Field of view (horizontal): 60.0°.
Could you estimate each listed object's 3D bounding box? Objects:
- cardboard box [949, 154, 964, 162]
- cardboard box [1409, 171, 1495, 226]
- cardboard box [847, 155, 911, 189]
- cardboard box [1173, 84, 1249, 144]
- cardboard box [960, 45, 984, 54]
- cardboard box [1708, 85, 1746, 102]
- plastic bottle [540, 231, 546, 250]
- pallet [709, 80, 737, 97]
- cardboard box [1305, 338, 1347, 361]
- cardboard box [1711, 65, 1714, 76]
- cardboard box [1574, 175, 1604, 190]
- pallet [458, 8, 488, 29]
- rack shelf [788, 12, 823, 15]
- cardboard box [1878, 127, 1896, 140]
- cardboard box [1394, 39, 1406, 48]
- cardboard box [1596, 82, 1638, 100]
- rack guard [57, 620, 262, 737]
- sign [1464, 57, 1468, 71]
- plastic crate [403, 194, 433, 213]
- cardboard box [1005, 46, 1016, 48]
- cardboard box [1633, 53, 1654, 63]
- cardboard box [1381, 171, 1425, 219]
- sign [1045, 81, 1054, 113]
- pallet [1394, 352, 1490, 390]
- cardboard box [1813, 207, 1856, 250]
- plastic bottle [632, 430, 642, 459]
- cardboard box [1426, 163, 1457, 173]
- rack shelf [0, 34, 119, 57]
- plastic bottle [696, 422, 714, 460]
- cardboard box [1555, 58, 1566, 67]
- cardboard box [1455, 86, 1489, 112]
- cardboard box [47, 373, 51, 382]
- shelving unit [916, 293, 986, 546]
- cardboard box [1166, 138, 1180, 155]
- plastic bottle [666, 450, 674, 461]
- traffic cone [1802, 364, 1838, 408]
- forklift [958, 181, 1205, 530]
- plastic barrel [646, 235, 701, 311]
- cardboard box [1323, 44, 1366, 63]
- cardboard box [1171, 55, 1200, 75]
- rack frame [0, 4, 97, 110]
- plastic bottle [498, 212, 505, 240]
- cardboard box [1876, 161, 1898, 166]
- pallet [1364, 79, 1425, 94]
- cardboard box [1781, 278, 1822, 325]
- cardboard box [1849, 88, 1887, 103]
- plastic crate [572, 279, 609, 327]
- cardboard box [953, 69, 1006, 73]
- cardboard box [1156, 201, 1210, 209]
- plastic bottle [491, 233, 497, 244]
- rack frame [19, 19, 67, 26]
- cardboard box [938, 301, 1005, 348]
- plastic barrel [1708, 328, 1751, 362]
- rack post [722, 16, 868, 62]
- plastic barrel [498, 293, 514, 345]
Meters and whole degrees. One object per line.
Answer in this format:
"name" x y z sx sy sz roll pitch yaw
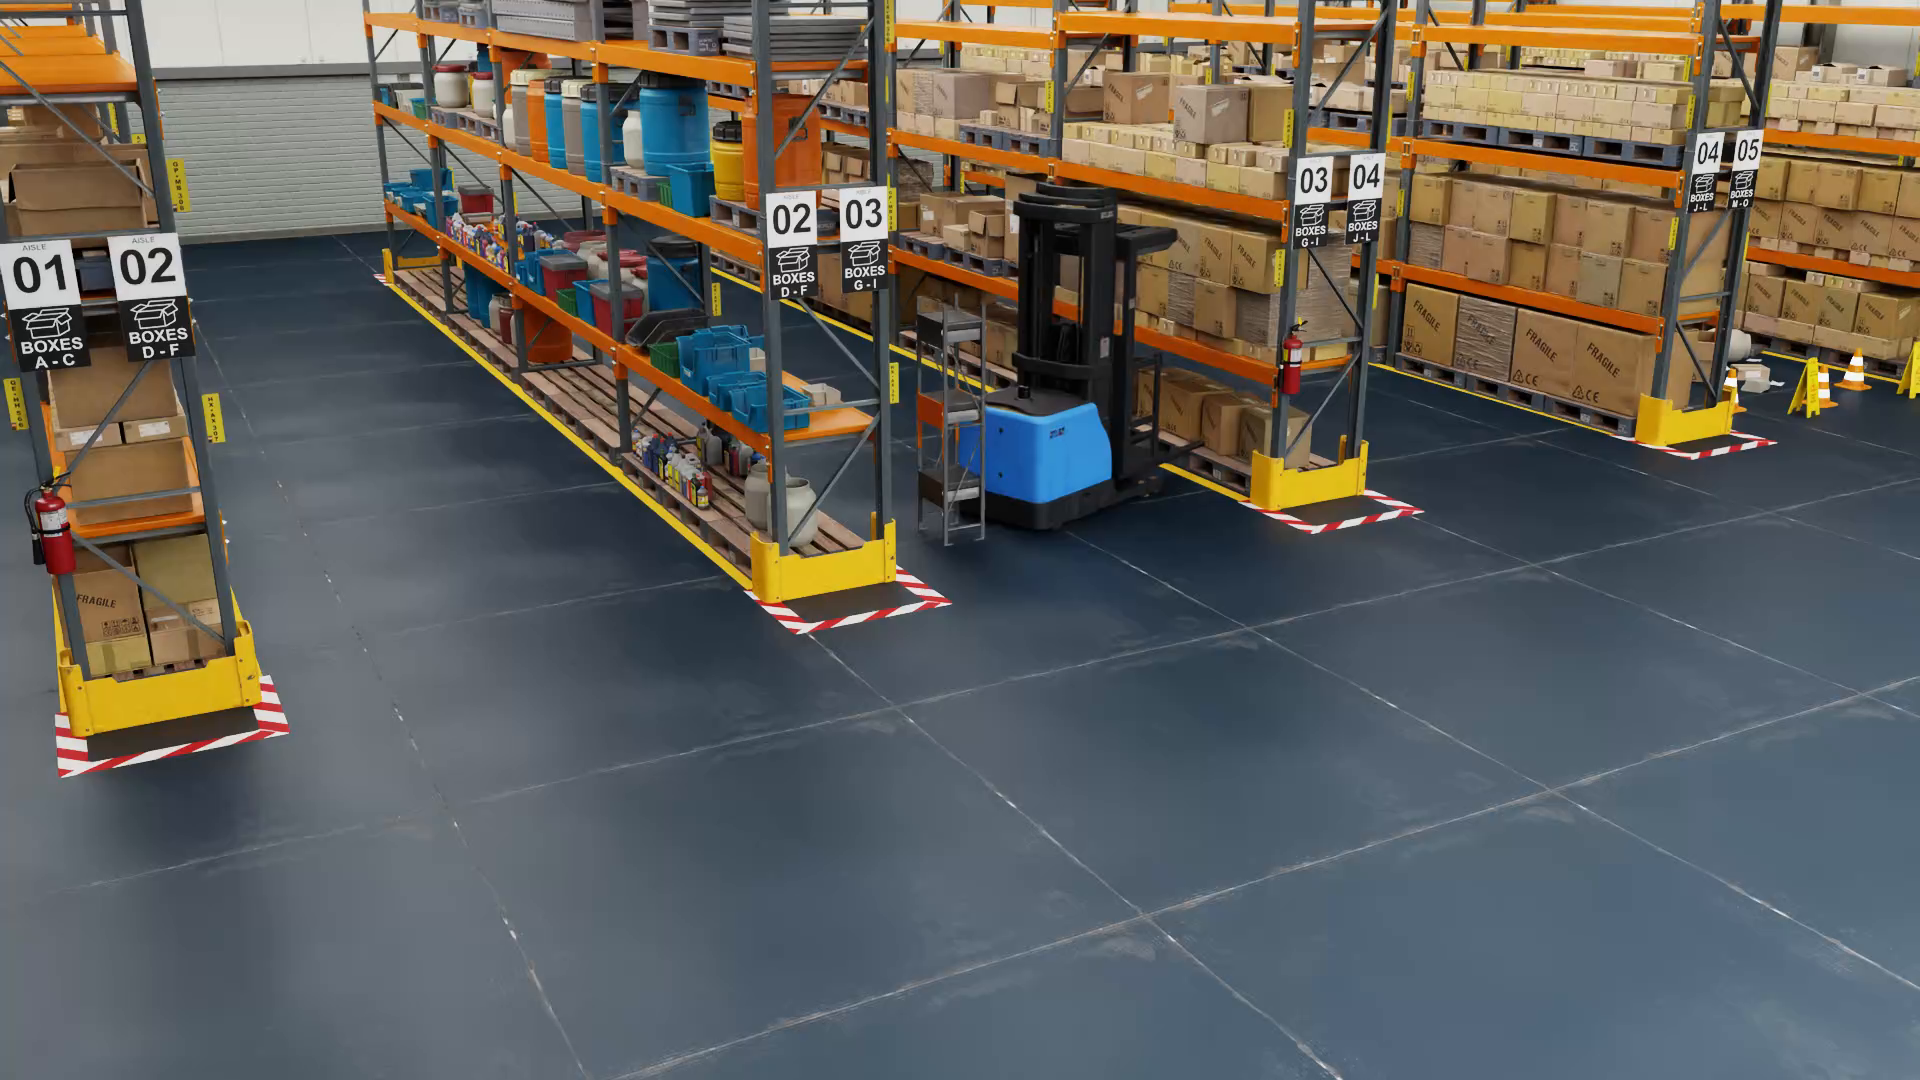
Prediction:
"cardboard box" 0.123 -7.148 30.140 0.500 0.500 0.500 -9 21 -24
"cardboard box" 5.996 -4.157 20.196 0.875 0.550 0.550 -10 21 -27
"cardboard box" -1.101 -5.018 22.883 0.797 0.503 0.637 -9 21 -25
"cardboard box" 2.379 -4.048 15.789 0.500 0.500 0.500 -10 21 -27
"cardboard box" 0.212 -8.700 29.499 0.380 0.149 0.250 -9 21 -24
"cardboard box" 7.872 -4.606 17.148 0.380 0.149 0.250 -10 21 -26
"plastic bottle" -5.321 -3.812 21.276 0.097 0.271 0.097 0 19 0
"pallet" -3.315 -7.207 26.456 1.003 0.211 1.213 -10 21 -27
"cardboard box" 3.412 -1.800 15.634 0.380 0.149 0.250 -10 21 -27
"cardboard box" 12.525 -7.807 27.621 0.380 0.166 0.250 -10 21 -27
"cardboard box" 9.262 -5.258 24.017 0.500 0.500 0.500 -9 21 -25
"pallet" -5.136 -6.099 19.412 1.213 0.211 1.003 -10 21 -27
"rack shelf" -3.310 -8.126 26.100 1.077 0.370 4.000 -10 21 -27
"cardboard box" 11.339 -4.924 20.089 0.380 0.149 0.250 -10 21 -26
"cardboard box" 9.042 -10.107 33.731 0.500 0.250 0.500 -10 21 -27
"cardboard box" 6.929 -4.725 17.492 0.380 0.149 0.250 -10 21 -26
"rack guard" -5.371 0.922 11.193 1.175 0.500 0.348 -10 21 -27
"sign" 7.768 -7.248 25.524 0.100 0.325 0.005 -10 21 -27
"plastic crate" -8.024 -4.989 24.655 0.416 0.233 0.300 -10 21 -27
"cardboard box" 1.011 -8.553 29.074 0.380 0.149 0.250 -11 22 -28
"cardboard box" 11.917 -8.370 28.854 0.380 0.149 0.250 -10 22 -28
"cardboard box" 5.610 -4.349 20.950 0.700 0.500 0.500 -10 22 -28
"sign" 0.951 -4.710 17.686 0.100 0.325 0.005 -10 21 -27
"pallet" 6.144 -2.139 20.506 1.003 0.211 1.213 -10 21 -27
"cardboard box" 11.091 -3.924 20.797 0.500 0.500 0.500 -10 21 -27
"plastic bottle" -3.155 -0.940 16.264 0.097 0.271 0.097 0 19 0
"cardboard box" 7.807 -5.896 26.584 0.500 0.250 0.500 -10 21 -27
"rack shelf" -8.231 -4.296 15.001 1.077 0.370 4.000 -10 21 -27
"plastic bottle" -2.488 -0.974 16.242 0.144 0.351 0.185 -10 21 -27
"cardboard box" 11.006 -8.654 30.103 0.380 0.149 0.250 -10 22 -27
"cardboard box" 6.078 -5.092 19.169 0.500 0.250 0.500 -10 21 -27
"cardboard box" -6.470 -1.145 12.205 0.380 0.149 0.250 -10 22 -27
"shelving unit" -0.079 -1.040 14.427 0.431 2.100 0.503 -10 21 -27
"cardboard box" 2.230 -3.827 16.144 0.380 0.149 0.250 -11 22 -29
"plastic bottle" -2.710 -0.713 15.606 0.097 0.271 0.097 0 19 0
"traffic cone" 9.904 -1.790 19.109 0.336 0.463 0.334 -10 21 -27
"forklift" 1.302 -1.879 15.583 1.130 2.935 3.031 16 24 38
"plastic barrel" -2.838 -2.576 16.729 0.600 0.901 0.708 -10 21 -27
"cardboard box" 6.524 -8.145 28.243 0.500 0.500 0.500 -10 22 -28
"cardboard box" 3.274 -6.883 24.056 0.396 0.266 0.258 -10 21 -27
"rack frame" -11.081 -6.547 19.810 1.000 3.000 0.127 -10 21 -27
"plastic bottle" -6.122 -4.219 22.334 0.144 0.351 0.185 -10 21 -27
"cardboard box" 14.169 -5.671 25.318 0.380 0.149 0.250 -9 21 -25
"pallet" 7.374 -7.457 27.335 1.003 0.211 1.213 -9 21 -24
"cardboard box" 10.965 -3.073 21.360 0.500 0.500 0.500 -11 22 -28
"cardboard box" 11.127 -5.444 20.374 0.380 0.149 0.250 -11 22 -28
"plastic crate" -3.718 -2.442 17.134 0.392 0.384 0.575 -10 21 -27
"cardboard box" 0.238 -5.554 20.611 0.500 0.500 0.500 -10 21 -27
"cardboard box" 2.369 -3.235 17.266 0.500 0.500 0.500 -10 21 -27
"plastic bottle" -5.891 -3.728 21.014 0.061 0.283 0.133 -10 21 -27
"rack frame" -12.980 -7.695 23.137 1.000 3.000 0.127 -10 21 -27
"cardboard box" 0.149 -2.776 21.236 0.700 0.500 0.500 -12 22 -31
"plastic barrel" 9.746 -2.475 21.156 0.512 0.421 0.421 4 19 11
"rack post" -1.268 -3.869 12.814 0.937 0.300 0.954 -8 20 -21
"plastic barrel" -5.604 -2.850 21.345 0.600 0.588 0.708 -10 21 -27
